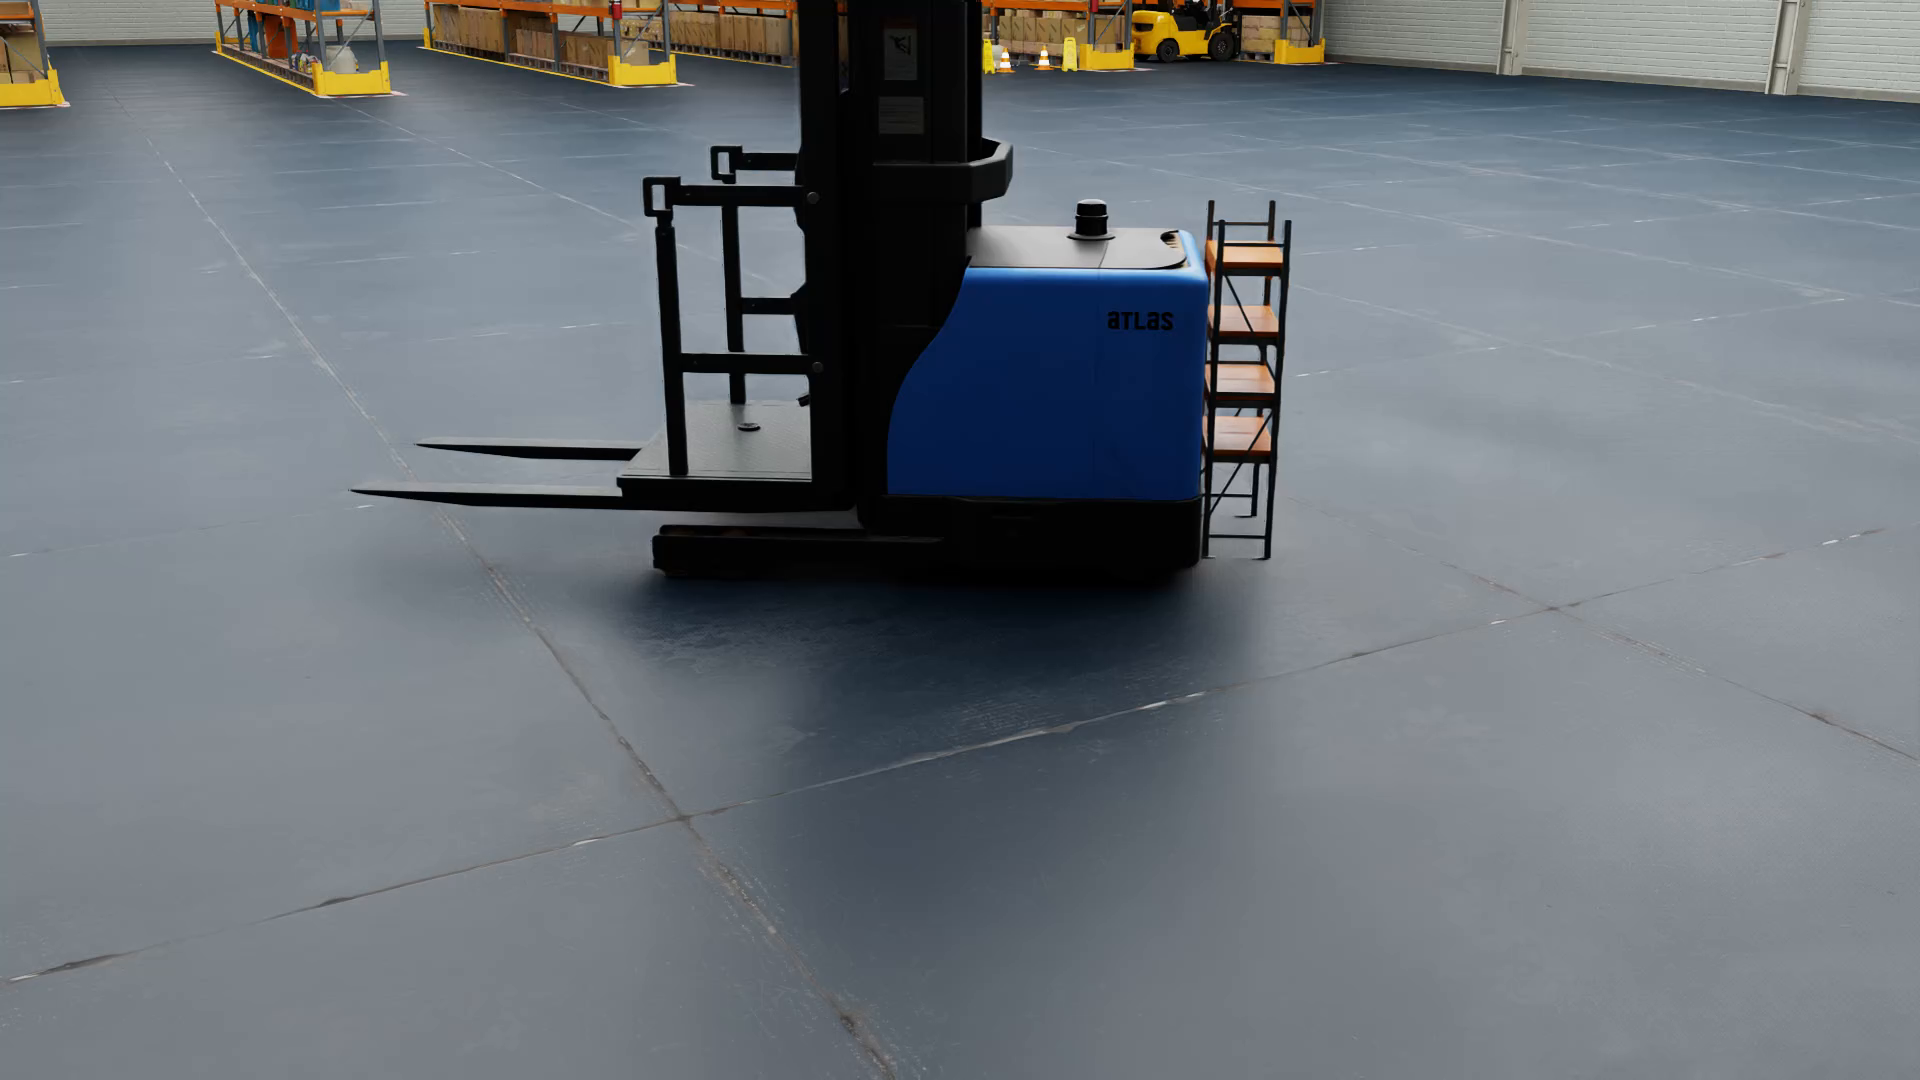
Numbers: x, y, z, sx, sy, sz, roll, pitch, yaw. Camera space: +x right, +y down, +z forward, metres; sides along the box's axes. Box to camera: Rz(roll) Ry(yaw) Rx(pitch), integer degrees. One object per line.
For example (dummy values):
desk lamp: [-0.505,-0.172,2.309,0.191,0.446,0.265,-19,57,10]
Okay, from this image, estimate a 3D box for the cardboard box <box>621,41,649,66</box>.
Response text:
cardboard box: [-5.940,-8.799,30.221,0.500,0.500,0.500,-6,20,-17]

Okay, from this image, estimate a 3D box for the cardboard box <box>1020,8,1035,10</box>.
cardboard box: [1.833,-14.603,45.590,0.380,0.149,0.250,-11,22,-29]

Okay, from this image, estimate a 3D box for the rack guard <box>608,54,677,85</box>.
rack guard: [-5.695,-8.440,29.825,1.175,0.500,0.348,-10,21,-27]

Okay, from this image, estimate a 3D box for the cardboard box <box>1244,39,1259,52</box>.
cardboard box: [6.700,-11.034,37.081,0.500,0.250,0.500,-10,21,-27]

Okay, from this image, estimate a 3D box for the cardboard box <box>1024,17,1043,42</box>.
cardboard box: [1.715,-11.025,35.904,0.500,0.500,0.500,-9,21,-24]

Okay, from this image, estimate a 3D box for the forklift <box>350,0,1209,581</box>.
forklift: [-0.656,-1.424,5.764,3.031,2.935,1.130,1,19,4]

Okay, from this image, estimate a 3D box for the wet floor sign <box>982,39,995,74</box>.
wet floor sign: [0.511,-9.525,32.745,0.267,0.644,0.232,-14,24,-36]

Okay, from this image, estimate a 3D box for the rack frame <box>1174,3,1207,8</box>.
rack frame: [5.530,-13.053,39.362,1.000,3.000,0.127,-10,21,-27]

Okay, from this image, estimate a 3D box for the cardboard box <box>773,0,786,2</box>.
cardboard box: [-3.628,-11.643,35.122,0.500,0.500,0.500,-10,21,-27]

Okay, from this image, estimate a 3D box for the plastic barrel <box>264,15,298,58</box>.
plastic barrel: [-14.064,-10.440,34.471,0.600,0.830,0.708,-10,21,-27]

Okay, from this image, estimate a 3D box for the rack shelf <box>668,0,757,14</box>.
rack shelf: [-5.994,-12.870,39.933,1.077,0.370,4.000,-10,21,-27]

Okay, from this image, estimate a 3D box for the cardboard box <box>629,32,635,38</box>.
cardboard box: [-8.531,-13.360,43.978,0.380,0.149,0.250,-10,21,-26]

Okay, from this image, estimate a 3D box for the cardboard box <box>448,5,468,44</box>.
cardboard box: [-12.027,-12.699,40.949,0.875,0.875,0.875,-10,21,-27]

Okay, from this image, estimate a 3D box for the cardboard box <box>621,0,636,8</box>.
cardboard box: [-5.976,-9.531,29.540,0.380,0.149,0.250,-10,21,-27]

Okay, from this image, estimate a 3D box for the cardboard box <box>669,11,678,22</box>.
cardboard box: [-6.825,-12.903,40.963,0.500,0.250,0.500,-11,22,-29]

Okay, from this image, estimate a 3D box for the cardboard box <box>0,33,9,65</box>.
cardboard box: [-15.858,-8.000,27.138,0.500,0.500,0.500,-10,21,-27]

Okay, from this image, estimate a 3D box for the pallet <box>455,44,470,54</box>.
pallet: [-11.649,-11.957,40.460,1.003,0.211,1.213,-10,21,-27]

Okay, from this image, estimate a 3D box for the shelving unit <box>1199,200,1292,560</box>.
shelving unit: [1.002,-0.580,5.972,0.258,1.200,0.503,1,19,4]

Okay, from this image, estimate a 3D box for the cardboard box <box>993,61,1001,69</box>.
cardboard box: [0.663,-9.851,34.451,0.380,0.149,0.250,1,19,2]

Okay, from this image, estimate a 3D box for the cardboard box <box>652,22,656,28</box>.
cardboard box: [-7.623,-13.116,42.357,0.380,0.149,0.250,-10,22,-27]

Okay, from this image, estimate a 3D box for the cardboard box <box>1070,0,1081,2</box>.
cardboard box: [2.479,-11.146,34.220,0.380,0.149,0.250,-10,22,-27]

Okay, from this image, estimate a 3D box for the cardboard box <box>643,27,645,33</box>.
cardboard box: [-8.025,-13.287,43.311,0.380,0.149,0.250,-9,21,-24]

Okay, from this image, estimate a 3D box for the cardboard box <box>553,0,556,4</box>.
cardboard box: [-7.721,-10.521,32.409,0.380,0.149,0.250,-10,21,-27]

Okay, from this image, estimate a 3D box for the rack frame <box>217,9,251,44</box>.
rack frame: [-17.615,-13.426,40.442,1.000,3.000,0.127,-10,21,-27]

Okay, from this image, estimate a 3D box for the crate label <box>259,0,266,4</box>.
crate label: [-13.583,-10.819,32.833,0.502,0.435,0.616,-10,21,-27]

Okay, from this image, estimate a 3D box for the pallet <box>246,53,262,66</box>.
pallet: [-14.803,-10.381,35.892,1.003,0.211,1.213,-10,21,-27]

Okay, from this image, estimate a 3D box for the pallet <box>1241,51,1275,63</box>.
pallet: [7.029,-10.800,37.106,1.003,0.211,1.213,-10,21,-27]

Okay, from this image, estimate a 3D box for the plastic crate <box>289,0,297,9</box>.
plastic crate: [-11.521,-9.448,29.237,0.450,0.188,0.662,-10,21,-27]

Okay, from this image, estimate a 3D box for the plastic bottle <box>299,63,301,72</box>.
plastic bottle: [-11.695,-8.431,29.583,0.097,0.201,0.097,0,19,0]

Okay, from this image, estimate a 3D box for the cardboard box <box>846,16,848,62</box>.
cardboard box: [-1.626,-9.718,32.309,0.875,0.875,0.875,-10,21,-26]

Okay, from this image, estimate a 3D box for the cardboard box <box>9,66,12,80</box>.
cardboard box: [-16.092,-7.789,27.678,0.500,0.250,0.500,-10,21,-27]

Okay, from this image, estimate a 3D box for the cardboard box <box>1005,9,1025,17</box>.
cardboard box: [1.213,-11.587,36.539,0.380,0.149,0.250,-10,21,-26]

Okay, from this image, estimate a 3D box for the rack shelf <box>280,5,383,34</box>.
rack shelf: [-10.967,-9.067,28.912,1.077,0.370,4.000,-10,21,-27]

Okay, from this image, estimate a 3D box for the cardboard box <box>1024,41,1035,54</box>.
cardboard box: [1.724,-10.668,36.019,0.500,0.250,0.500,-10,22,-27]

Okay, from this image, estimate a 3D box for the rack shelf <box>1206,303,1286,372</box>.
rack shelf: [1.002,-0.728,5.921,0.258,0.148,0.480,1,19,4]

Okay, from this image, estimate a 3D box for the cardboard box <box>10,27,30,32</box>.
cardboard box: [-20.973,-11.078,36.790,0.797,0.503,0.637,-10,21,-27]

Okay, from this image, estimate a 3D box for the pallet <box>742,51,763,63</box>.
pallet: [-4.161,-10.730,36.904,1.003,0.211,1.213,-10,21,-27]

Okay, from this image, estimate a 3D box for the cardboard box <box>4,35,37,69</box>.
cardboard box: [-14.925,-7.793,26.540,0.500,0.500,0.500,-10,21,-27]

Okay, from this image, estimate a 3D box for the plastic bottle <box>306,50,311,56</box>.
plastic bottle: [-11.772,-8.663,30.026,0.144,0.351,0.185,-10,21,-27]

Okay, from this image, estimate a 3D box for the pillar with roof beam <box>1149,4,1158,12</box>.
pillar with roof beam: [1.254,-16.136,39.098,9.100,9.000,0.400,-10,21,-27]

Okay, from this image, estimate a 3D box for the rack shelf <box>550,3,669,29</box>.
rack shelf: [-6.608,-9.834,31.135,1.077,0.370,4.000,-10,21,-27]

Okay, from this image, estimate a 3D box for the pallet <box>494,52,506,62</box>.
pallet: [-9.765,-10.817,37.154,1.003,0.211,1.213,-10,21,-27]

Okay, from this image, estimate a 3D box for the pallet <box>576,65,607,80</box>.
pallet: [-6.625,-8.892,31.578,1.003,0.211,1.213,-10,21,-27]

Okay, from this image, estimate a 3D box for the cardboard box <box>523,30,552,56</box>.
cardboard box: [-8.847,-10.577,35.342,0.700,0.500,0.500,-12,22,-31]

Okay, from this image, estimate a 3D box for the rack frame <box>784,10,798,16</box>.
rack frame: [-4.535,-15.728,47.114,1.000,3.000,0.127,-10,21,-27]

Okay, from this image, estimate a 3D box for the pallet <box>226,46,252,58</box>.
pallet: [-16.682,-11.515,39.179,1.003,0.211,1.213,-10,21,-27]

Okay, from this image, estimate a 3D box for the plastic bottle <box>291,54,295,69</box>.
plastic bottle: [-12.151,-8.740,30.370,0.097,0.271,0.097,0,19,0]
